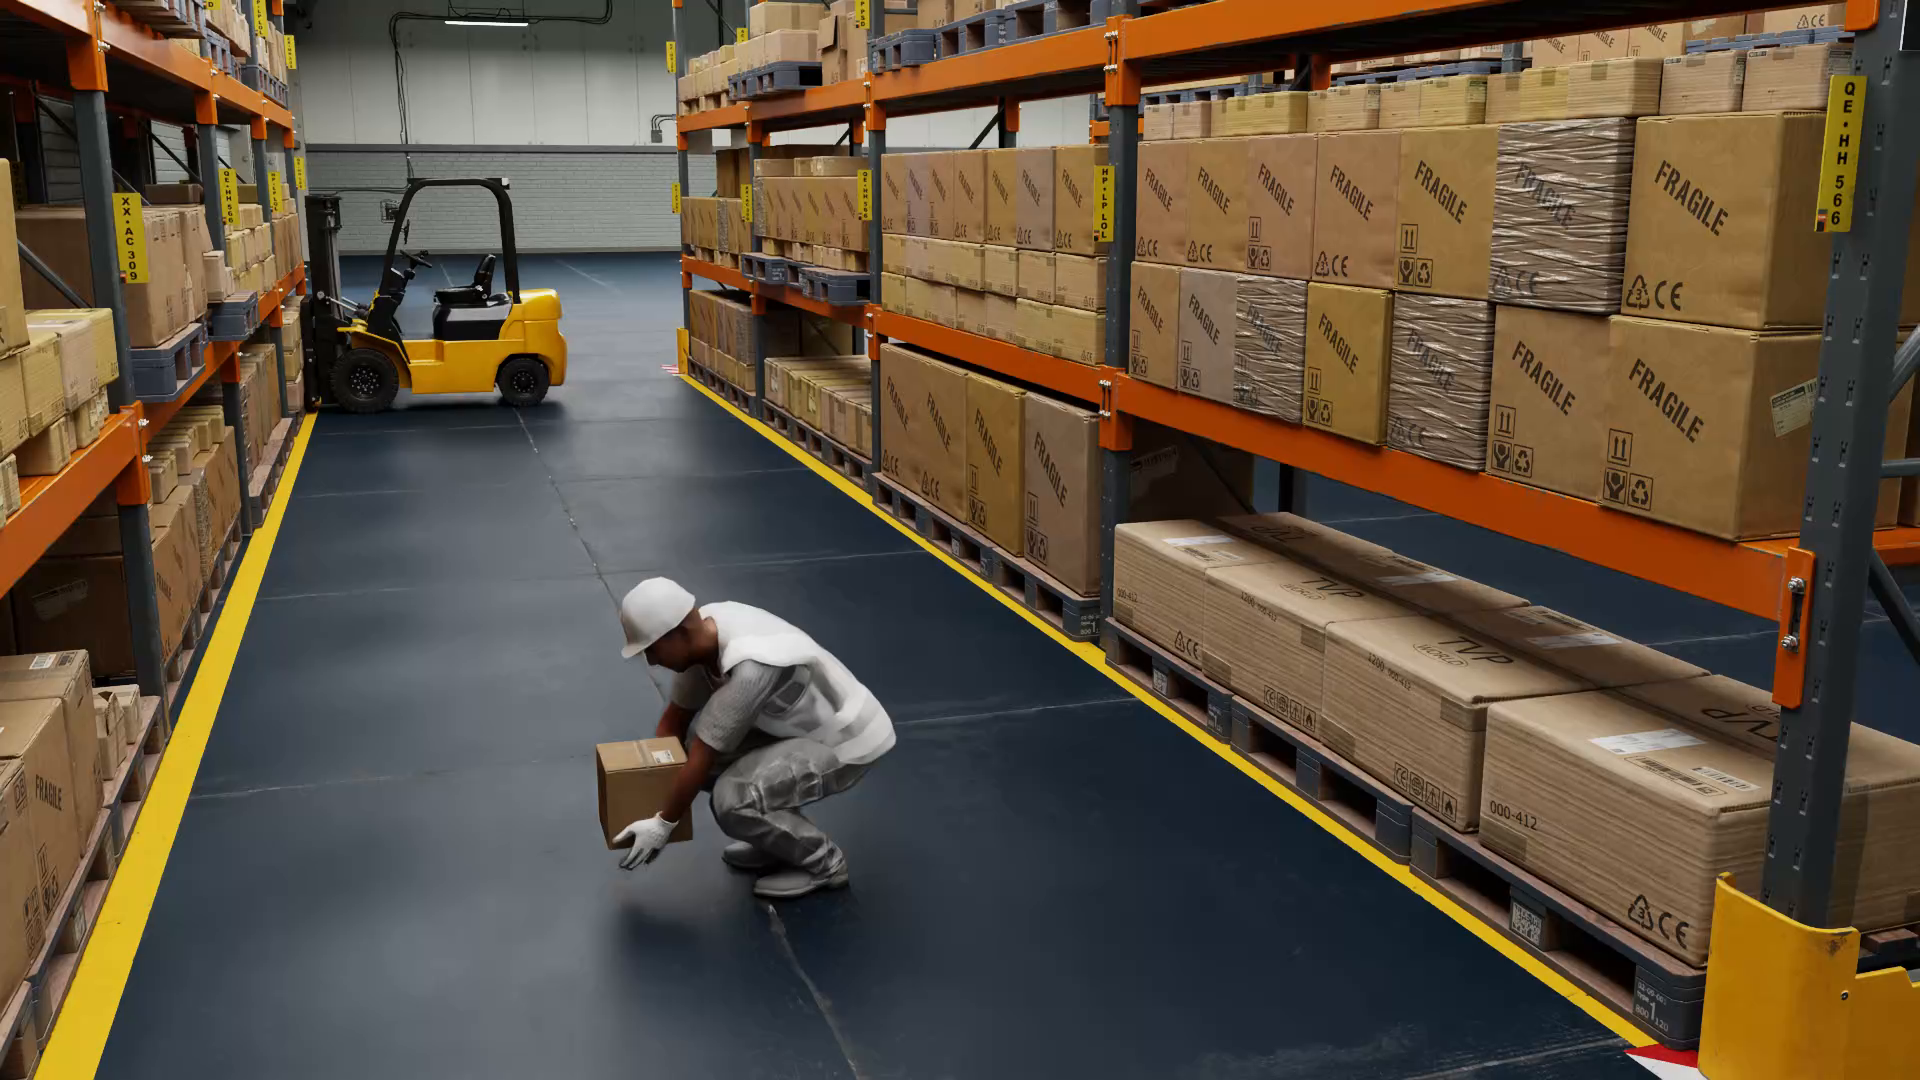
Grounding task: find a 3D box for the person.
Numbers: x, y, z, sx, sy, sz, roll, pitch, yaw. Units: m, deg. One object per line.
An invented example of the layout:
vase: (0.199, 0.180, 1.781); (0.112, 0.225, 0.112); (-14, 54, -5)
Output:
person: (-0.642, 0.580, 5.095); (0.891, 1.011, 0.560); (-4, 13, -19)
